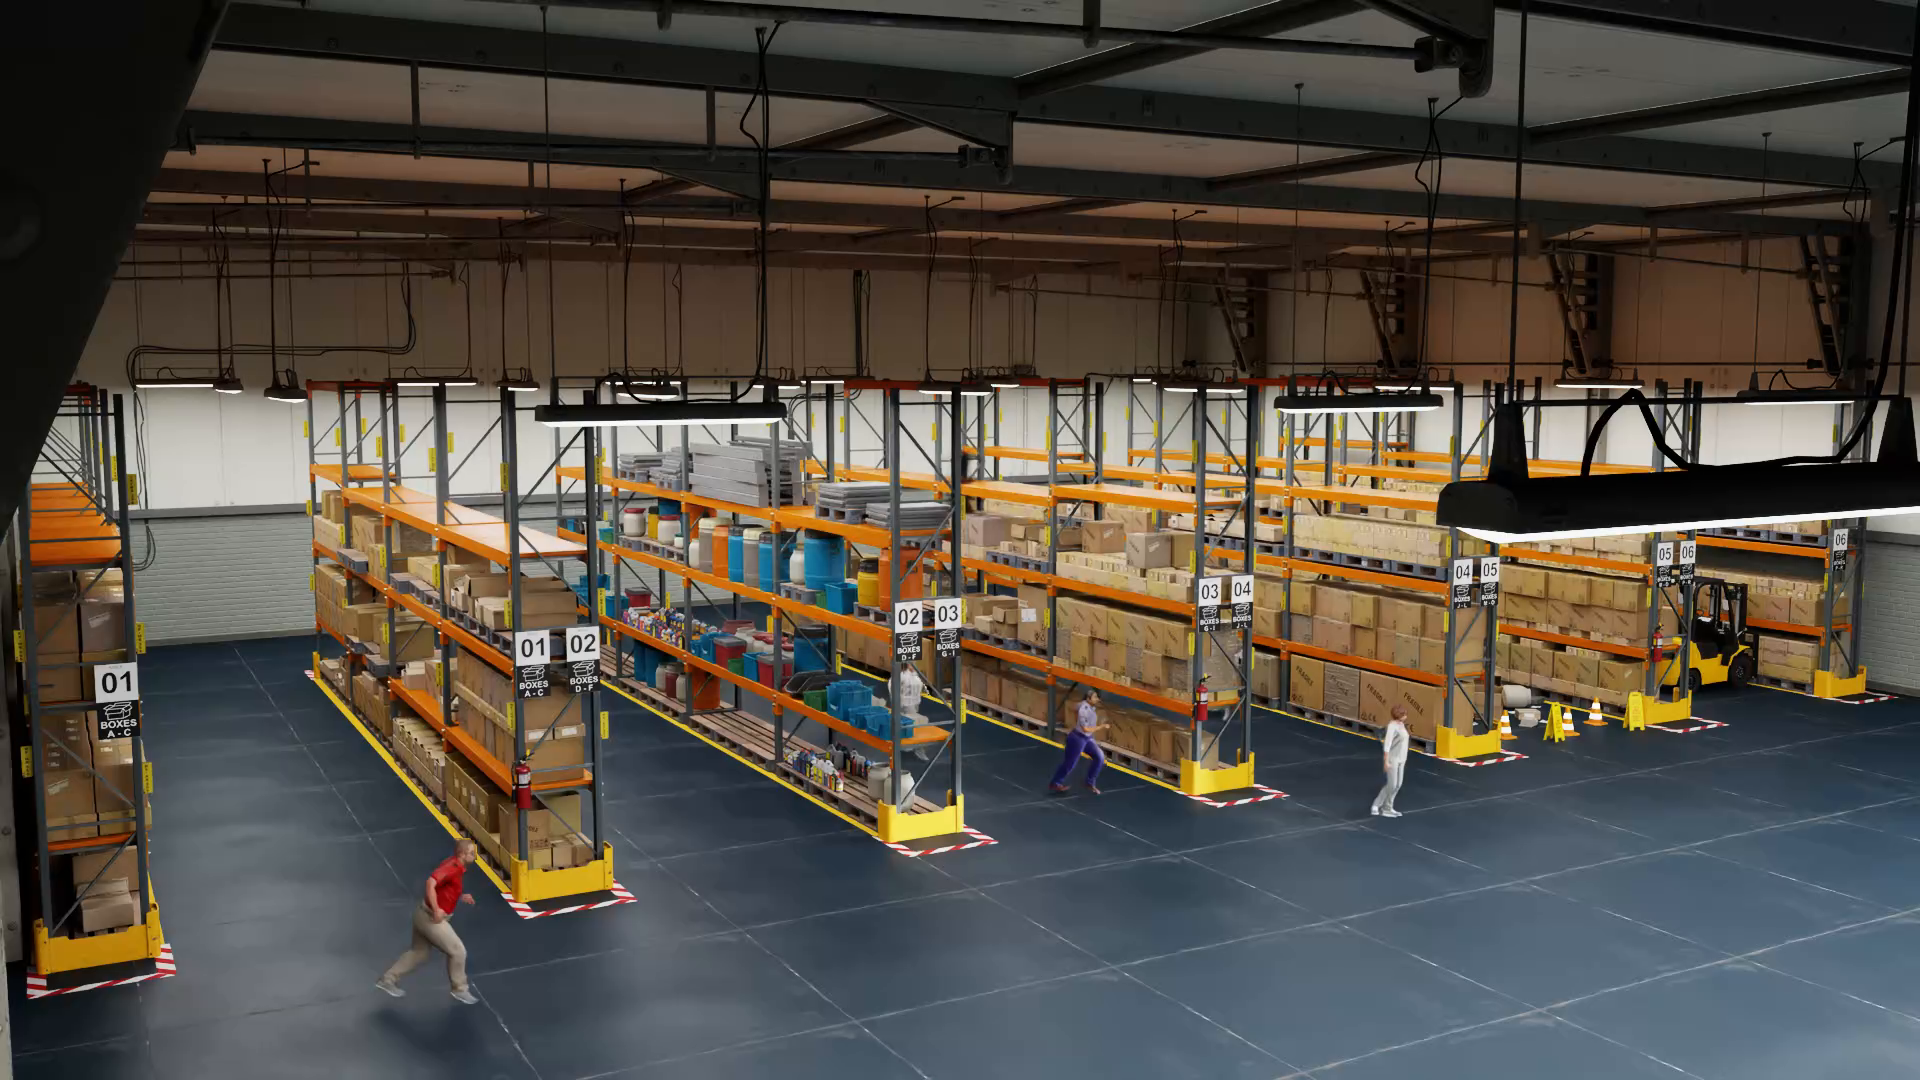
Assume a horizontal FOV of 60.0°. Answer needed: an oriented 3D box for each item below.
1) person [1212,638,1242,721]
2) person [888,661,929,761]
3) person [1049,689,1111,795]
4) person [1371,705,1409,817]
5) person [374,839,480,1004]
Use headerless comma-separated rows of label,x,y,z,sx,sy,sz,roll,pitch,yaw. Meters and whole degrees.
person,4.789,2.446,29.704,0.654,1.539,1.157,-1,6,-11
person,-0.828,2.680,26.625,0.697,1.740,0.713,4,7,34
person,1.760,2.963,24.315,0.926,1.587,0.531,3,7,25
person,5.988,3.084,23.178,0.432,1.583,0.538,5,8,36
person,-5.254,3.811,16.337,1.006,1.701,0.690,-1,6,-13
